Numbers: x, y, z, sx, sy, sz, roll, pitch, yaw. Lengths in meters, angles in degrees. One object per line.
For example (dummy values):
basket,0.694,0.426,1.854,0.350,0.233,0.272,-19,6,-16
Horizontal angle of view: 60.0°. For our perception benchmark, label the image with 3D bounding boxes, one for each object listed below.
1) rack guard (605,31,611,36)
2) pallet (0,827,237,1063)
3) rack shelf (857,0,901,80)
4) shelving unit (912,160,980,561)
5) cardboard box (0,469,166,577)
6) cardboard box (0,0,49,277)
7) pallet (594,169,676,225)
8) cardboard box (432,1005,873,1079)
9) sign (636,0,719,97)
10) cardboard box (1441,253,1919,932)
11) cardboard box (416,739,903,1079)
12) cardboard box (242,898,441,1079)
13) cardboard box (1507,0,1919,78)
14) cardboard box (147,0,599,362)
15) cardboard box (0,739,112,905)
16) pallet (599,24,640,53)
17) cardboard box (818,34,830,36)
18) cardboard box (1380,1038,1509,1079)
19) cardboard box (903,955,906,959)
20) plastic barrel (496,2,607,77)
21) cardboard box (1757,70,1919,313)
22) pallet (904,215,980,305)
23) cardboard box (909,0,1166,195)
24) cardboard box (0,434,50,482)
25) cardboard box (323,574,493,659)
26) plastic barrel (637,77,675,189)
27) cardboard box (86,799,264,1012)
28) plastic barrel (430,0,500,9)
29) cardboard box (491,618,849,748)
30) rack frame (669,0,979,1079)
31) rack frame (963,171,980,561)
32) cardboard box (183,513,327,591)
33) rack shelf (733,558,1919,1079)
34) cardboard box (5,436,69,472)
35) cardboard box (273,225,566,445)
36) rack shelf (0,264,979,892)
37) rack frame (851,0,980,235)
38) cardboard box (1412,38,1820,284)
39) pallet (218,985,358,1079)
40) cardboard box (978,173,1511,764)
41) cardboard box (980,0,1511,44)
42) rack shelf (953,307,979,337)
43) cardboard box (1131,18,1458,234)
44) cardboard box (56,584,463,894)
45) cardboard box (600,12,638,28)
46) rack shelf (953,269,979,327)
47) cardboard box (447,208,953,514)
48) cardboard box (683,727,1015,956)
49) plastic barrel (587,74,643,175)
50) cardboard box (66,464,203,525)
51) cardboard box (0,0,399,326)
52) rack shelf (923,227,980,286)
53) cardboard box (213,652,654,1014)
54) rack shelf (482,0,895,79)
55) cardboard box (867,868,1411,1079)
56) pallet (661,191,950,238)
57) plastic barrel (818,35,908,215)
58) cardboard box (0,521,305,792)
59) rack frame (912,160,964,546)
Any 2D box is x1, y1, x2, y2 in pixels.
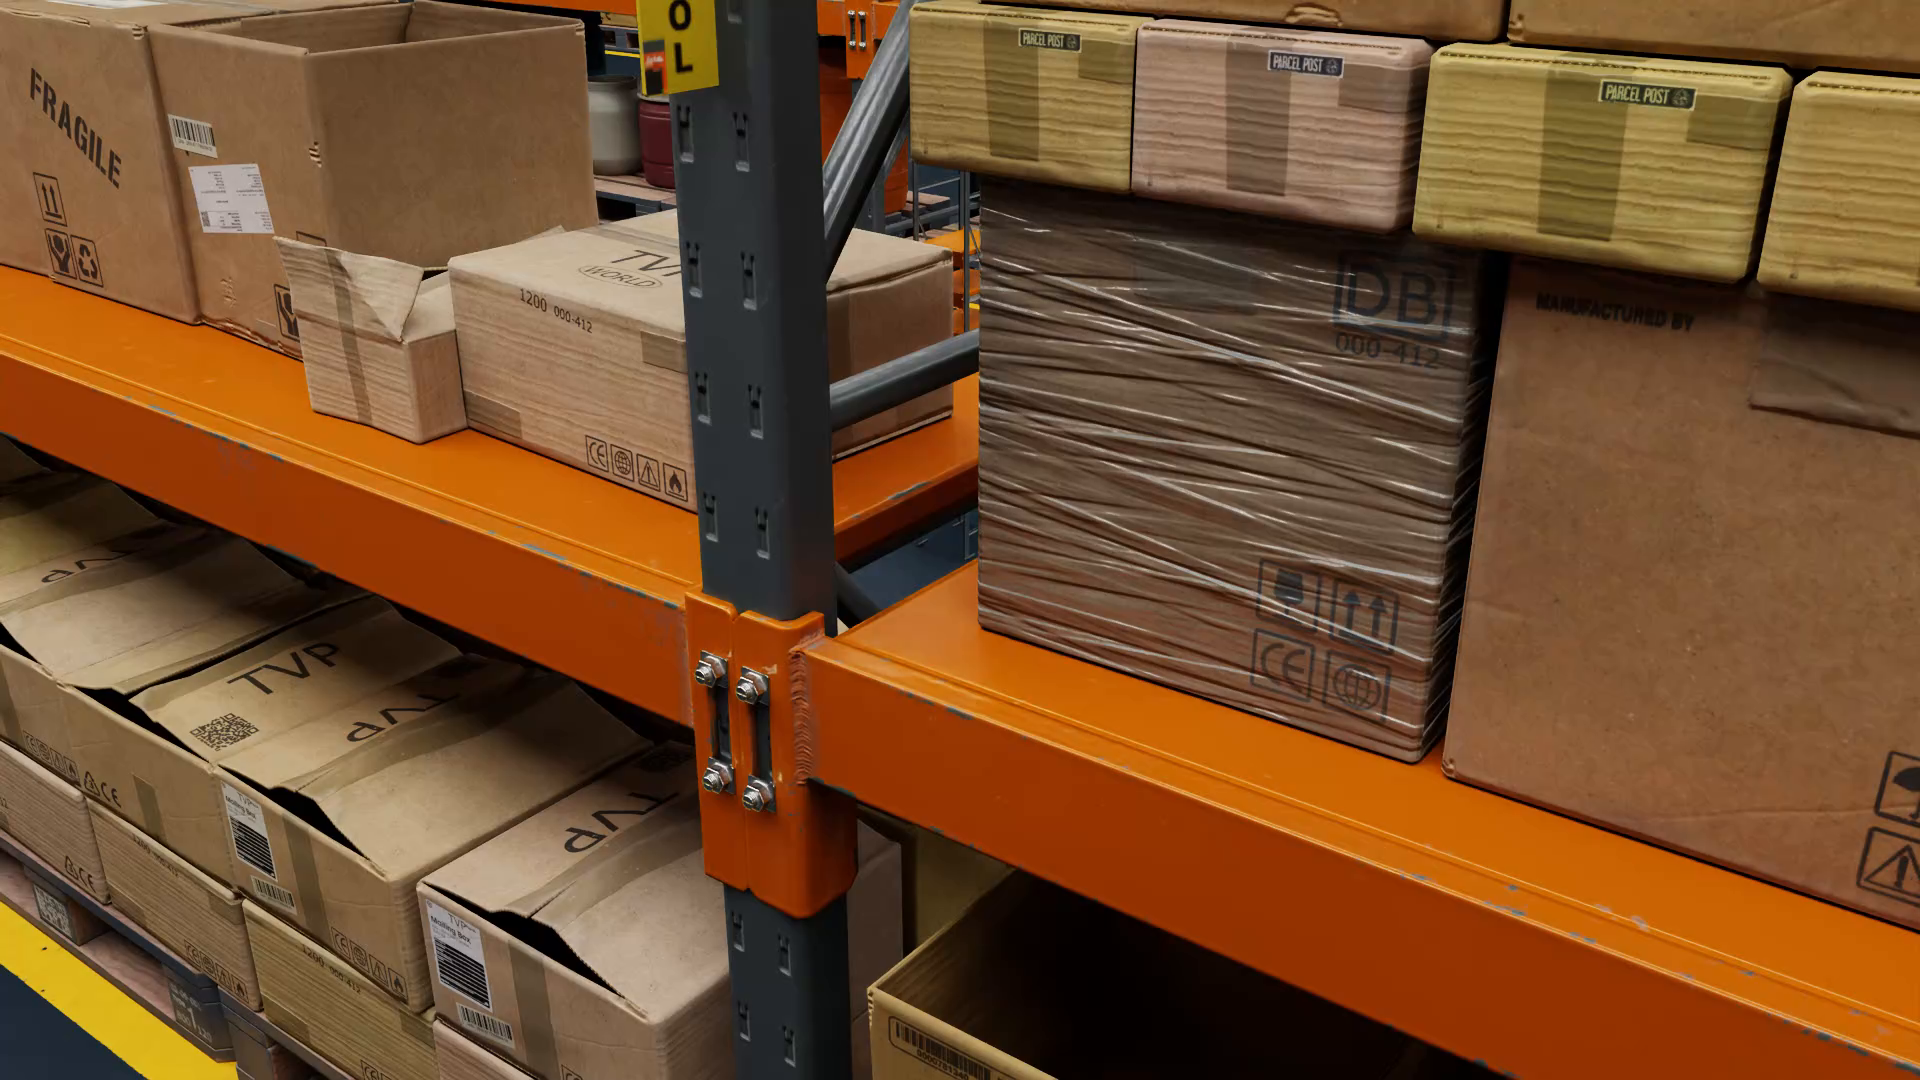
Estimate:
rack guard,-3.615,-5.208,16.450,0.348,0.500,1.175,17,29,33
pallet,-1.531,0.567,3.702,1.213,0.211,1.003,17,29,33
rack shelf,1.436,-2.000,6.962,4.000,0.370,1.077,17,29,33
shelving unit,0.012,-0.546,5.000,0.189,1.200,0.258,17,29,33
cardboard box,-2.063,0.063,3.580,0.500,0.311,0.500,16,28,32
cardboard box,-1.786,-0.861,3.361,0.500,0.500,0.500,15,28,31
pallet,-1.792,-2.010,9.549,1.213,0.211,1.003,17,29,33
cardboard box,-0.443,0.811,2.579,0.500,0.250,0.500,16,29,33
sign,-0.255,-0.565,1.474,0.005,0.325,0.100,17,29,33
cardboard box,0.847,-0.064,1.551,0.500,0.500,0.700,16,29,33
cardboard box,-0.433,0.555,2.463,0.500,0.311,0.500,17,29,33
cardboard box,-0.847,0.688,2.858,0.500,0.250,0.500,16,29,33
cardboard box,0.827,-0.661,1.297,0.500,0.500,0.700,17,29,33
cardboard box,-0.964,-0.613,2.797,0.500,0.500,0.500,19,30,37
cardboard box,-1.663,0.441,3.419,0.500,0.250,0.500,18,29,34
pallet,-2.909,-4.902,16.113,1.213,0.211,1.003,17,29,33
cardboard box,-0.875,-4.784,14.502,0.875,0.875,0.875,17,29,33
cardboard box,0.651,0.806,1.661,0.500,0.500,0.500,17,29,33
cardboard box,-0.111,0.640,2.967,0.500,0.250,0.500,16,28,32
plastic barrel,-2.373,-2.704,9.749,0.708,0.901,0.600,17,29,33
cardboard box,0.781,-0.278,1.233,0.250,0.149,0.380,17,29,33
pallet,0.432,-1.337,8.024,1.213,0.211,1.003,17,29,33
cardboard box,0.162,-0.464,1.654,0.250,0.149,0.380,17,29,33
cardboard box,-2.470,-0.061,3.862,0.500,0.311,0.500,16,28,32
cardboard box,-0.931,0.133,3.422,0.500,0.311,0.500,16,28,32
plastic barrel,-1.470,-2.288,9.192,0.708,0.588,0.600,17,29,33
cardboard box,-1.256,0.564,3.139,0.500,0.250,0.500,18,29,34
plastic barrel,-2.940,-2.875,10.138,0.708,0.901,0.600,17,29,33
cardboard box,-0.516,0.258,3.139,0.500,0.311,0.500,16,29,33
rack frame,0.063,-0.249,2.094,0.127,3.000,1.000,17,29,33
rack frame,0.085,-0.523,4.950,0.006,1.200,0.240,17,29,33
cardboard box,-1.350,0.009,3.703,0.500,0.311,0.500,18,29,35
rack shelf,1.663,0.564,1.142,4.000,0.370,1.077,17,29,33
cardboard box,-2.151,-0.236,4.259,0.500,0.311,0.500,16,29,33
cardboard box,-0.751,-0.341,2.470,0.258,0.266,0.396,16,28,32
rack shelf,-1.538,-0.403,3.337,4.000,0.370,1.077,17,29,33
rack frame,-0.164,-2.813,7.915,0.127,3.000,1.000,17,29,33
cardboard box,0.570,-0.341,1.376,0.250,0.149,0.380,16,28,32
pallet,-0.550,0.862,3.032,1.213,0.211,1.003,17,29,33
cardboard box,0.422,-0.189,1.835,0.500,0.500,0.700,16,28,32
cardboard box,0.422,-0.783,1.574,0.500,0.500,0.700,17,29,34
rack shelf,0.012,-0.615,4.970,0.180,0.103,0.258,17,29,33
cardboard box,0.362,-0.403,1.517,0.250,0.149,0.380,17,29,34
cardboard box,-1.251,0.310,3.020,0.500,0.311,0.500,17,29,33
cardboard box,-3.035,-5.437,15.983,0.875,0.875,0.875,17,29,33
rack shelf,0.012,-0.725,4.921,0.180,0.103,0.258,17,29,33
cardboard box,-0.357,-0.285,2.363,0.500,0.250,0.500,19,30,36
cardboard box,-0.119,0.380,2.860,0.500,0.311,0.500,17,29,33
plastic barrel,-1.975,-2.361,9.452,0.421,0.512,0.421,0,24,0
cardboard box,-1.749,-0.113,3.980,0.500,0.311,0.500,17,29,33
cardboard box,-1.364,-0.734,3.072,0.500,0.500,0.500,17,29,33
rack shelf,0.012,-0.834,4.873,0.180,0.103,0.258,17,29,33
cardboard box,-0.853,0.431,2.744,0.500,0.311,0.500,18,29,35
rack shelf,-1.765,-2.968,9.158,4.000,0.370,1.077,17,29,33
cardboard box,0.246,0.687,1.929,0.500,0.500,0.500,17,29,33
pallet,-0.820,-1.714,8.879,1.213,0.211,1.003,17,29,33
plastic barrel,-0.566,-2.125,8.524,0.708,0.830,0.600,17,29,33
cardboard box,-1.651,0.187,3.299,0.500,0.311,0.500,16,29,33
rack frame,-0.062,-0.568,5.050,0.006,1.200,0.240,17,29,33
